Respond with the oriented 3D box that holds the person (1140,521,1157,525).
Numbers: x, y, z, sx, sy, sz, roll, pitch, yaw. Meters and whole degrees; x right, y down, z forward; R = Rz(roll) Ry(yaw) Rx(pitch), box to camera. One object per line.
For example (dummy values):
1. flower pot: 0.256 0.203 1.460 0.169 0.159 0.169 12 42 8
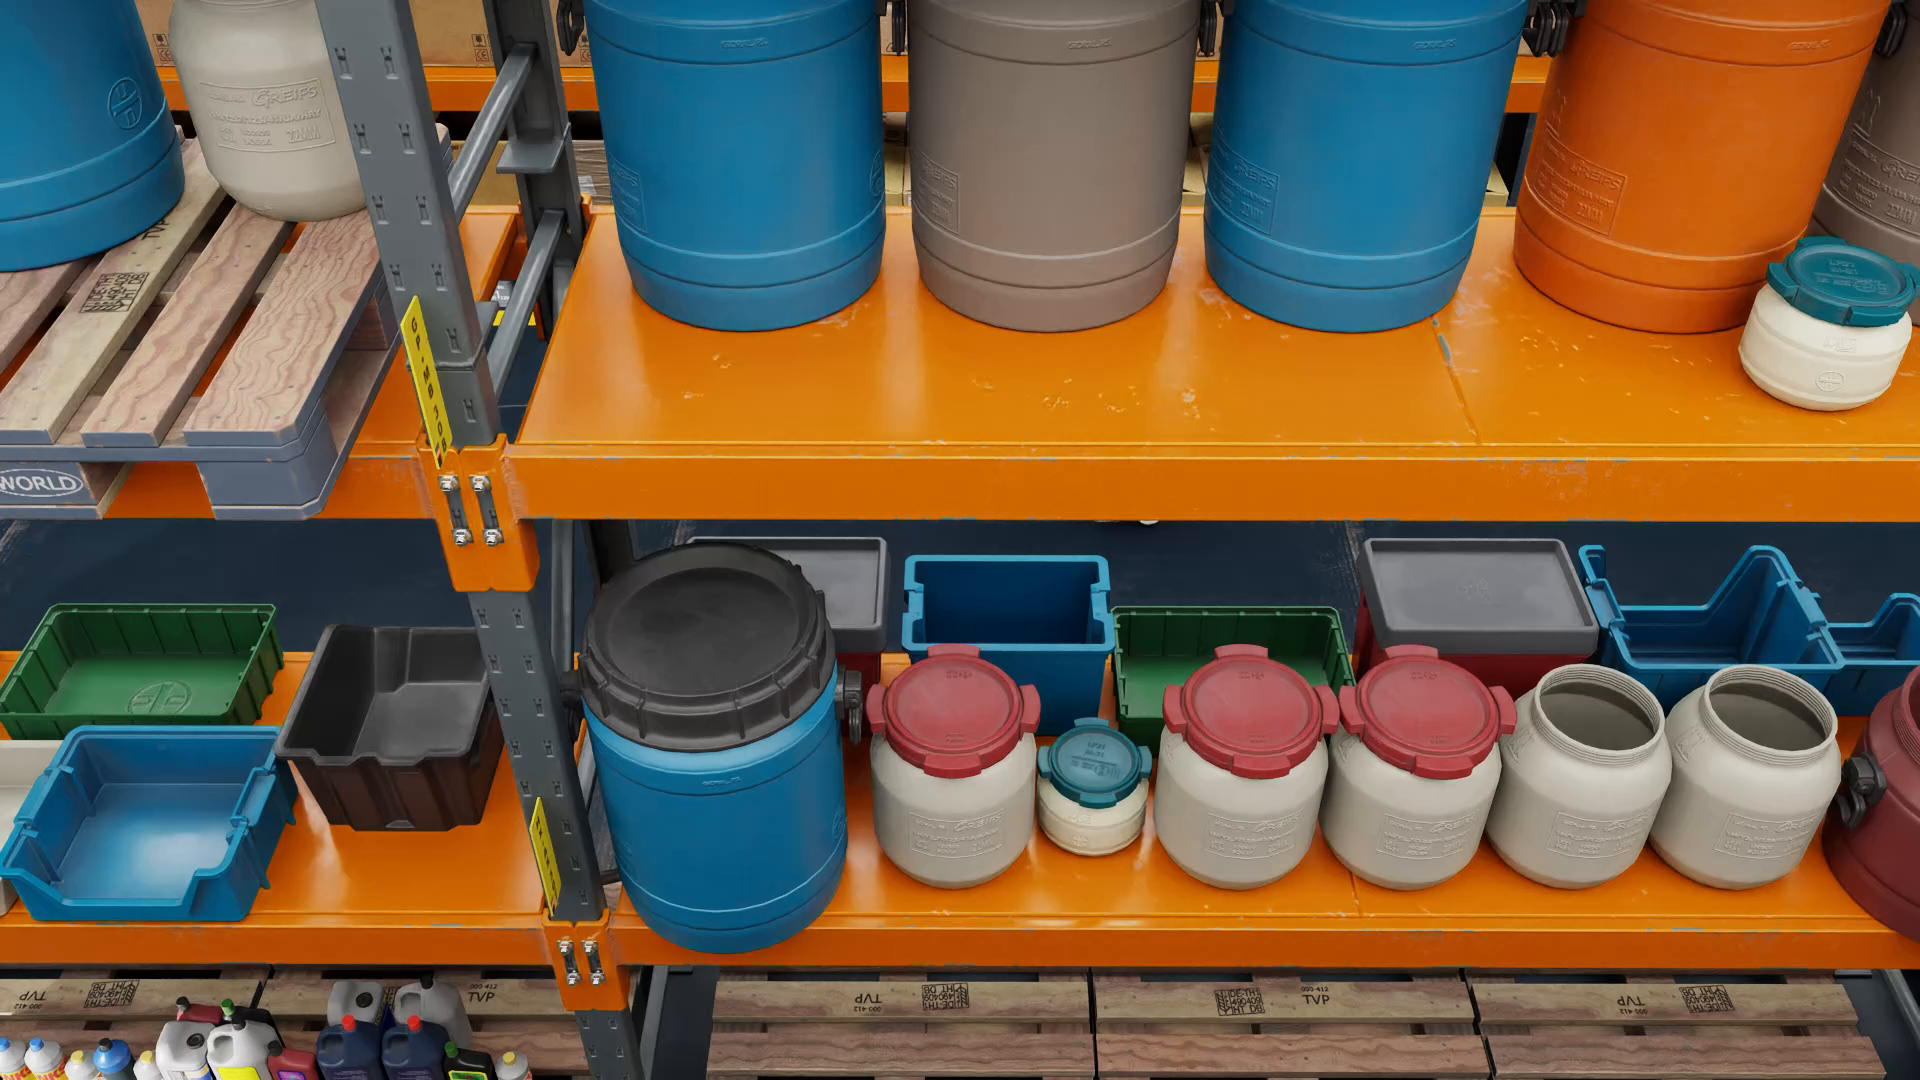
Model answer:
1. person: 0.741 -0.644 7.391 0.392 1.001 0.871 -1 40 -2
